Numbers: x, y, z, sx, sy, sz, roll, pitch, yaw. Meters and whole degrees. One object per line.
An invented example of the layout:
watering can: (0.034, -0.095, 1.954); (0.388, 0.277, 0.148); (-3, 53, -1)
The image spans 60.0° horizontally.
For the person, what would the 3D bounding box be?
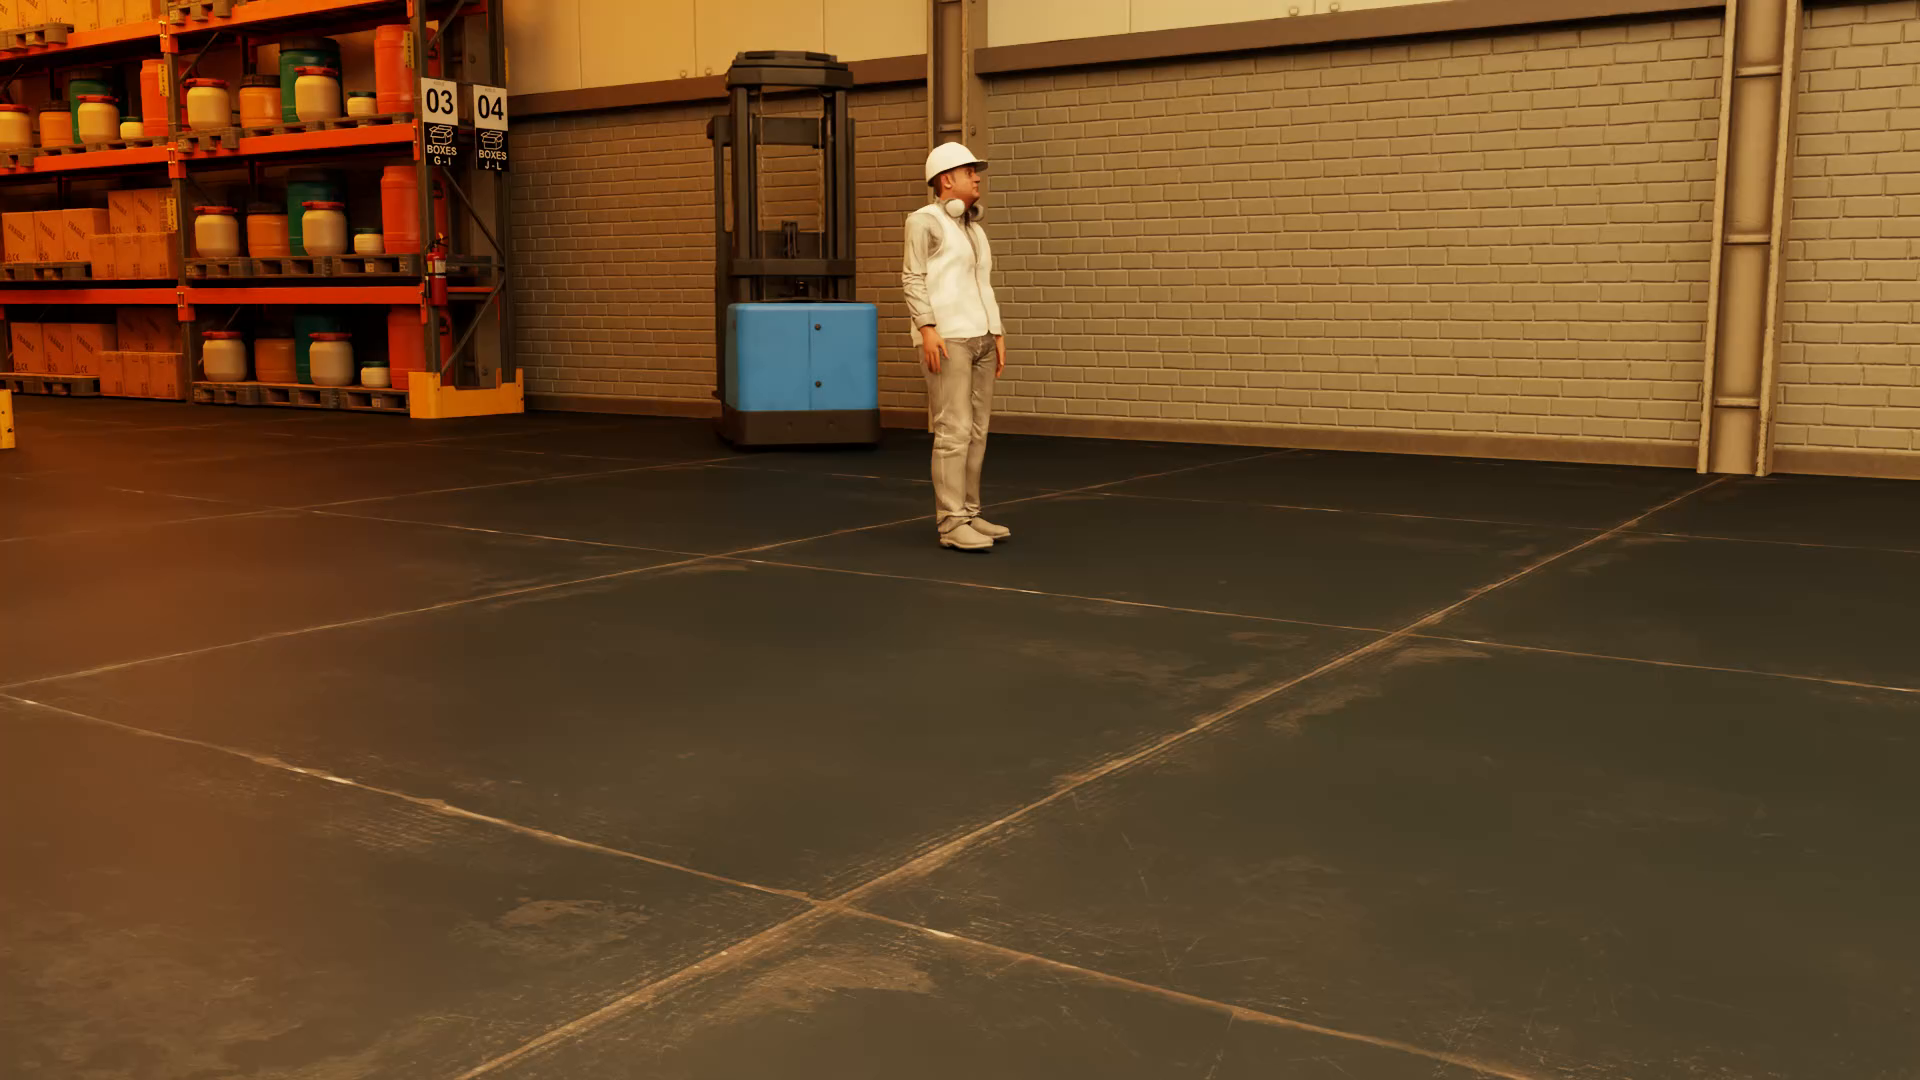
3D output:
person: (0.048, -0.880, 7.437); (0.566, 1.775, 0.634); (5, 10, 34)

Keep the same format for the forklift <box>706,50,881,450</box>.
forklift: (-1.412, -2.278, 13.214); (1.130, 2.935, 3.031); (-2, 8, -13)
